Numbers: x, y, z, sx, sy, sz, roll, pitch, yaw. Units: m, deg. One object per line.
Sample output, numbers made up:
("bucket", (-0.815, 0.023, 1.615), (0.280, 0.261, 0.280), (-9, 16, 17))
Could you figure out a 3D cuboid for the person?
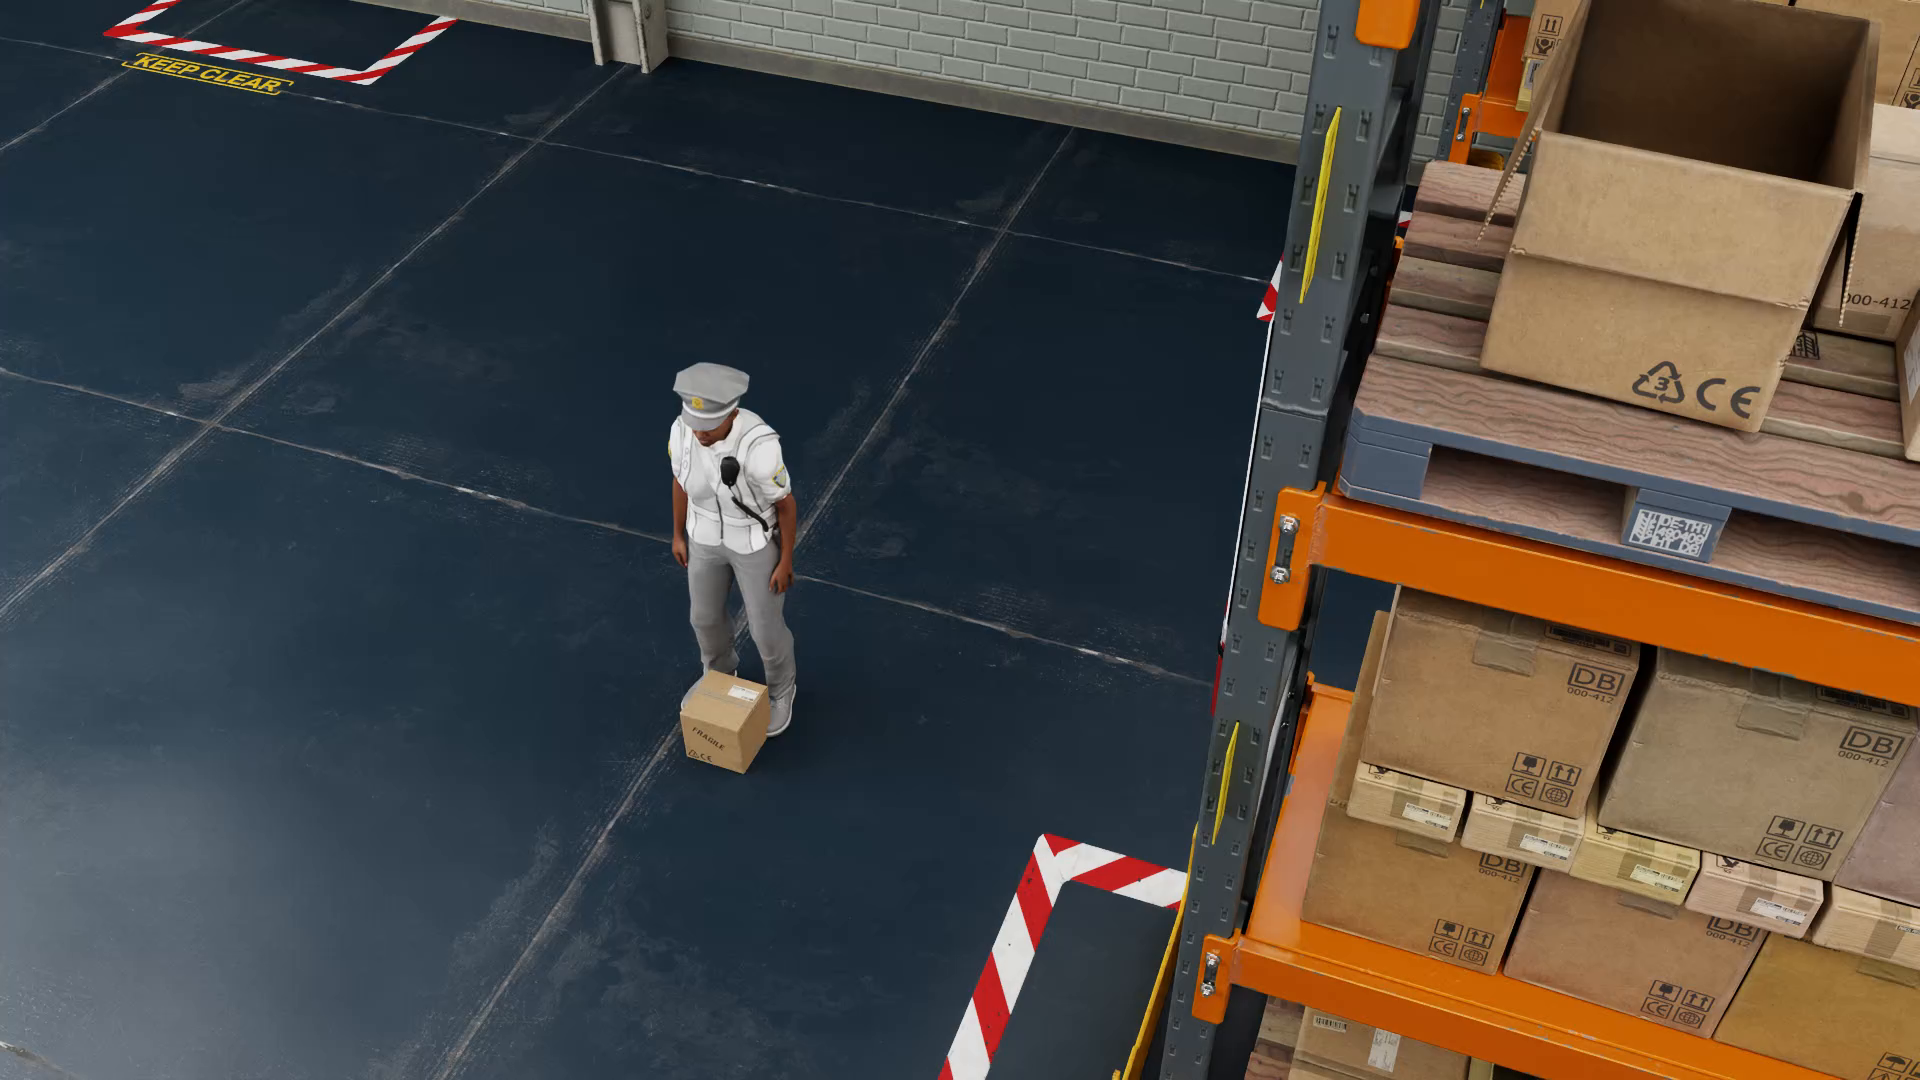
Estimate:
("person", (-0.836, 0.026, 6.132), (0.504, 1.657, 0.396), (14, 44, 15))
